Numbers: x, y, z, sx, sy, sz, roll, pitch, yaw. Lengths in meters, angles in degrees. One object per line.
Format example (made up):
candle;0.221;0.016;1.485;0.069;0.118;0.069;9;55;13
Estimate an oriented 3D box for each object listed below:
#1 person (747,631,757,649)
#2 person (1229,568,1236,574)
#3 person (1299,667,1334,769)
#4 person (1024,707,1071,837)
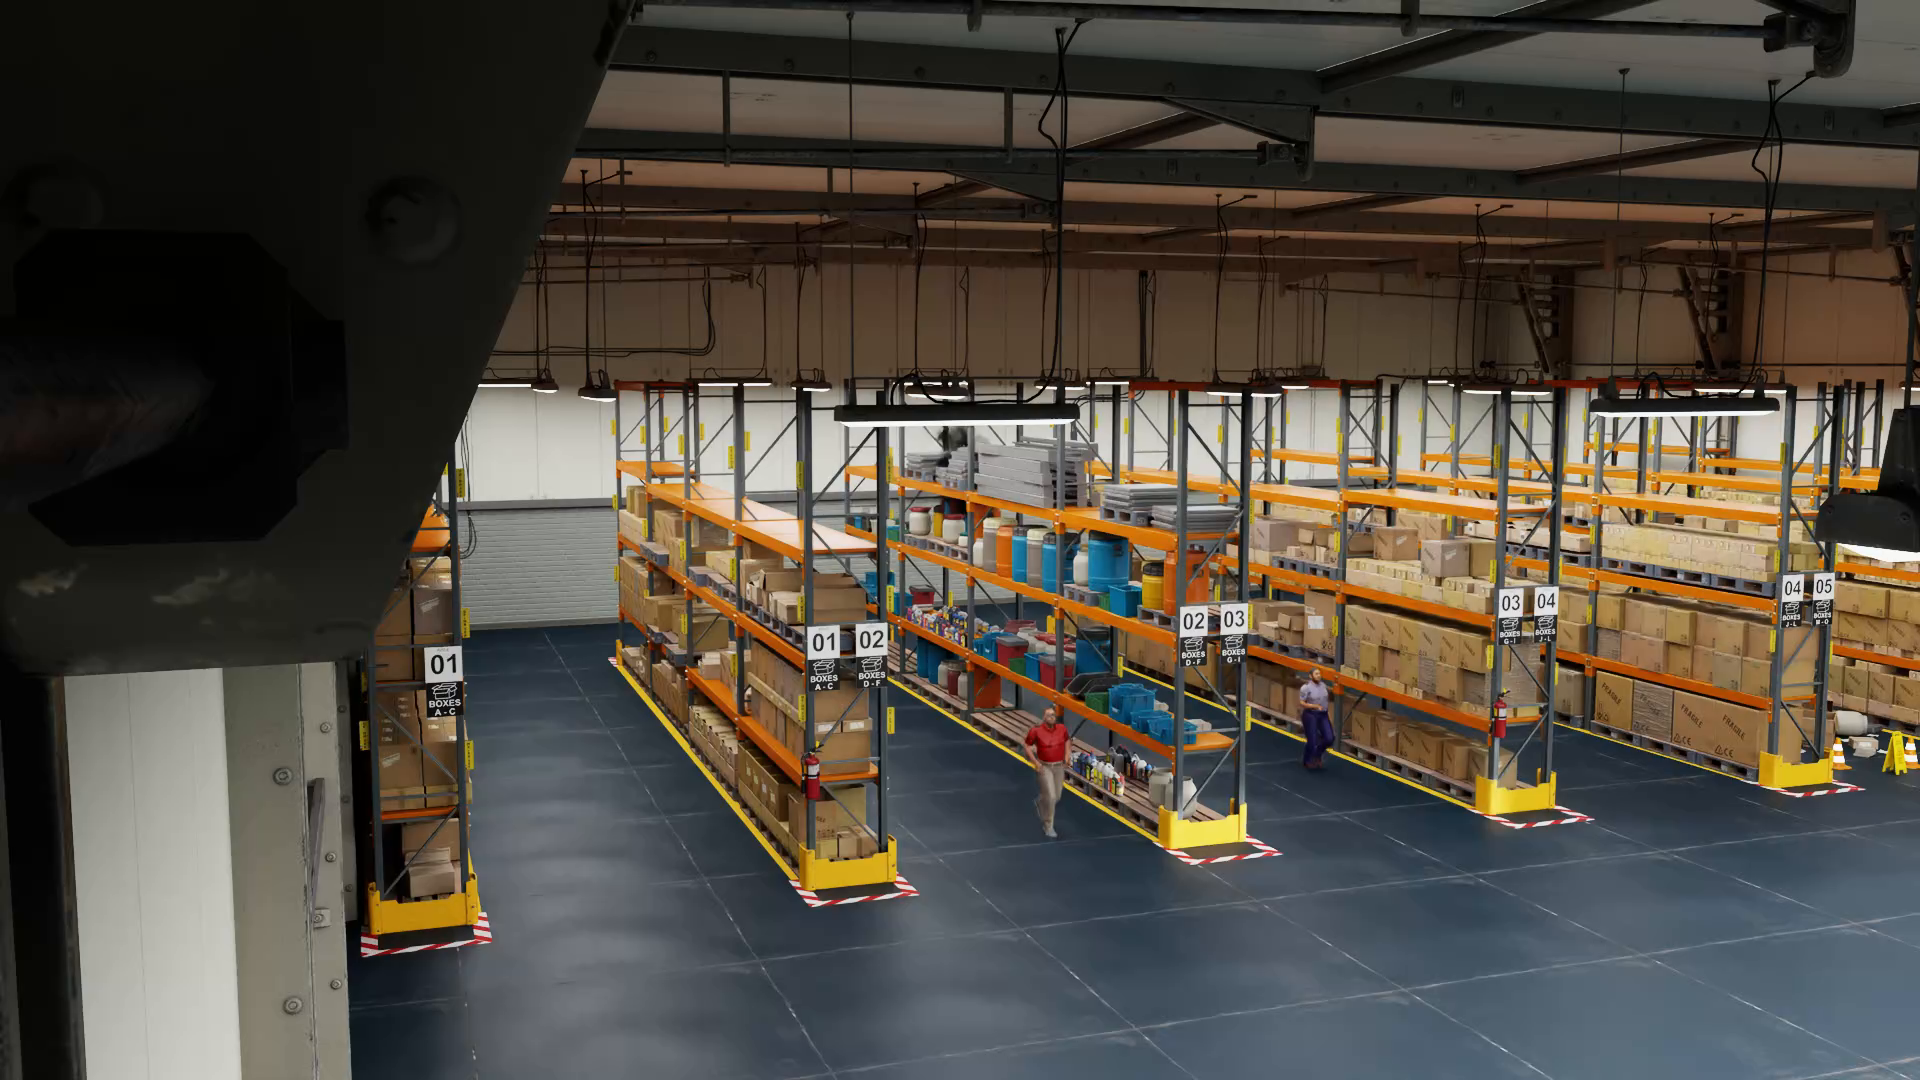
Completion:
person;-4.413;1.856;34.557;0.642;1.715;0.595;-3;7;-28
person;6.186;1.468;38.173;0.613;1.673;0.937;-3;7;-24
person;5.569;2.790;25.889;0.570;1.618;0.576;-3;7;-23
person;1.183;3.116;22.598;0.671;1.750;0.754;-2;7;-22
